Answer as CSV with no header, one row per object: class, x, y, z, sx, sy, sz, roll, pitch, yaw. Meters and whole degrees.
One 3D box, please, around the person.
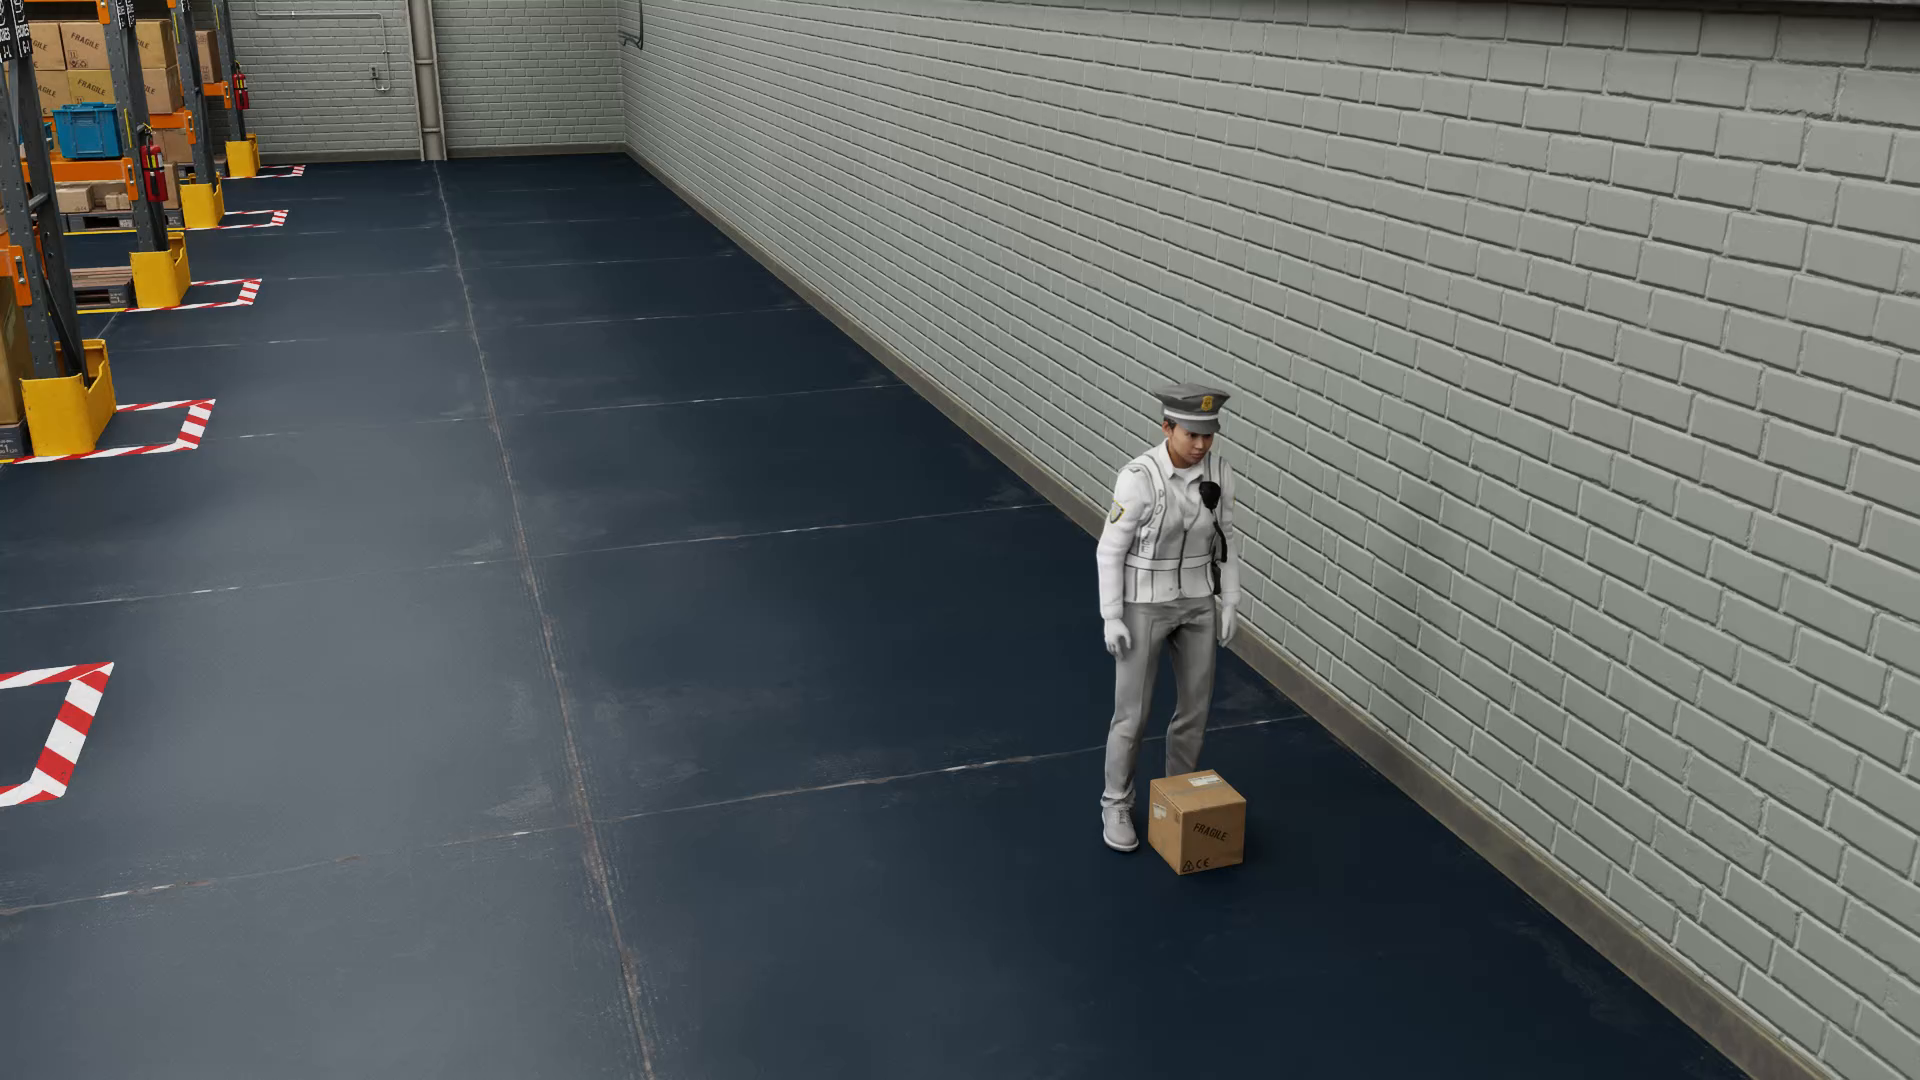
person,0.736,0.254,5.840,0.530,1.663,0.372,-6,20,-17
